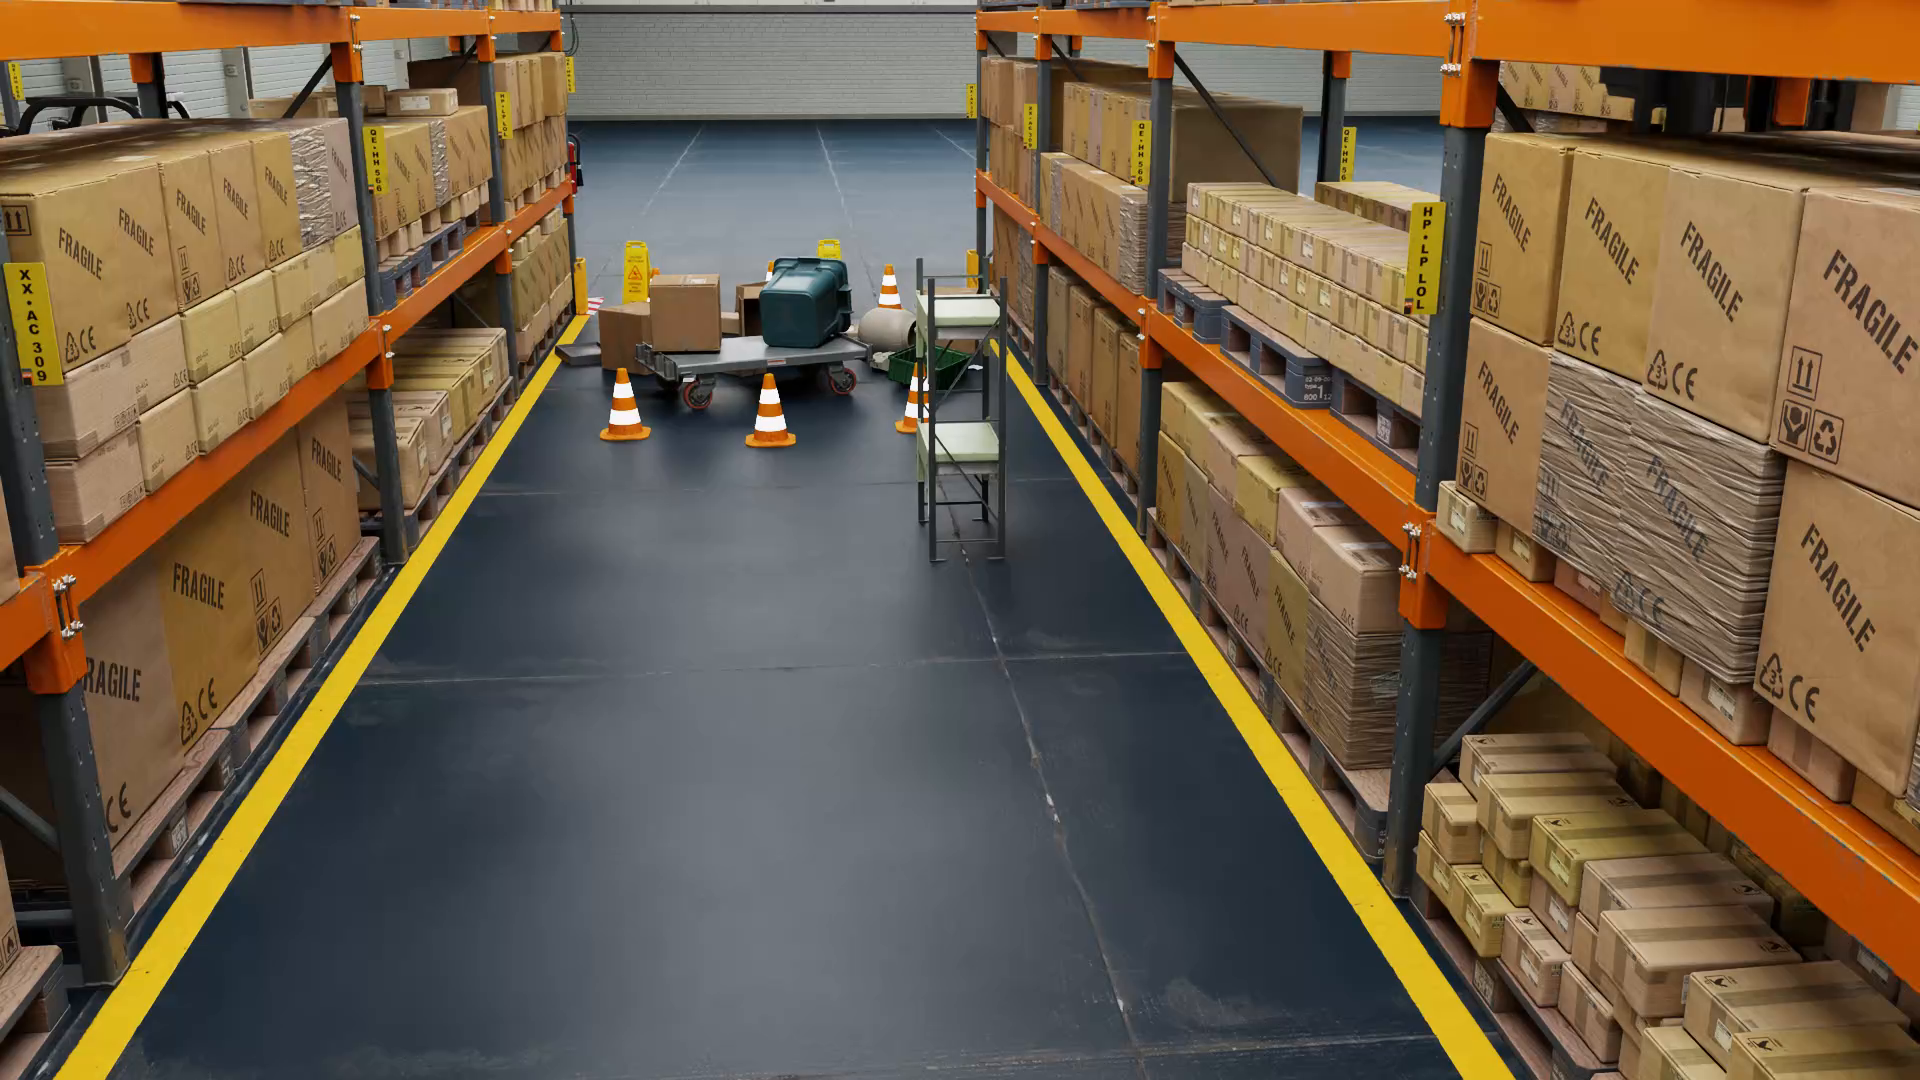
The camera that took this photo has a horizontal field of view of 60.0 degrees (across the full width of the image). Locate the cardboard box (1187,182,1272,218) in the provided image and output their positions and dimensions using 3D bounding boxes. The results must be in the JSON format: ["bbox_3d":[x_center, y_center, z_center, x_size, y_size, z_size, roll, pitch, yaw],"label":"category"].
[{"bbox_3d":[1.348,-1.696,8.298,0.380,0.149,0.250,-2,18,-6],"label":"cardboard box"}]

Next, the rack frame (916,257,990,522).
[{"bbox_3d":[-0.038,-0.827,9.306,0.400,1.500,0.023,-2,18,-6],"label":"rack frame"}]

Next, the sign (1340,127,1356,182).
[{"bbox_3d":[2.031,-2.011,8.775,0.100,0.325,0.005,-2,18,-6],"label":"sign"}]

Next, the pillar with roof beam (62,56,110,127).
[{"bbox_3d":[-6.344,-8.071,19.860,9.100,9.000,0.400,-2,18,-6],"label":"pillar with roof beam"}]

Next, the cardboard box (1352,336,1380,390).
[{"bbox_3d":[1.616,-0.630,5.893,0.380,0.149,0.250,-2,18,-6],"label":"cardboard box"}]

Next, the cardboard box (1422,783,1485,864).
[{"bbox_3d":[1.624,0.851,5.022,0.380,0.149,0.250,-1,17,-3],"label":"cardboard box"}]

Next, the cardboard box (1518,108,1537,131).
[{"bbox_3d":[5.812,-3.863,15.811,0.875,0.500,0.500,-2,18,-6],"label":"cardboard box"}]

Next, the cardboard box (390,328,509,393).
[{"bbox_3d":[-3.777,-1.276,11.920,0.950,0.372,0.625,-2,17,-5],"label":"cardboard box"}]

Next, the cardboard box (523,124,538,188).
[{"bbox_3d":[-3.715,-3.114,13.424,0.500,0.500,0.500,-2,18,-6],"label":"cardboard box"}]

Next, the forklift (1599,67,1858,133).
[{"bbox_3d":[4.272,-1.671,9.605,1.130,2.935,3.031,1,17,2],"label":"forklift"}]

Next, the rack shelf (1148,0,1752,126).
[{"bbox_3d":[1.699,-1.969,6.634,1.077,0.370,4.000,-2,18,-6],"label":"rack shelf"}]

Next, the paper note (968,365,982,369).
[{"bbox_3d":[0.110,-1.425,13.663,0.142,0.020,0.147,16,24,42],"label":"paper note"}]

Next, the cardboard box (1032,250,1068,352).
[{"bbox_3d":[1.085,-2.045,13.529,0.875,0.875,0.875,-2,17,-5],"label":"cardboard box"}]

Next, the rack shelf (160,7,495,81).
[{"bbox_3d":[-3.627,-2.978,9.847,1.077,0.370,4.000,-2,18,-6],"label":"rack shelf"}]

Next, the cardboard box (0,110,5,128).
[{"bbox_3d":[-8.868,-3.786,14.977,0.380,0.149,0.250,-2,17,-5],"label":"cardboard box"}]

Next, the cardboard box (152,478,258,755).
[{"bbox_3d":[-3.253,0.260,6.187,0.875,0.875,0.875,-1,17,-4],"label":"cardboard box"}]

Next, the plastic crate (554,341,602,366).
[{"bbox_3d":[-3.180,-1.586,14.095,0.402,0.080,0.583,-8,19,-25],"label":"plastic crate"}]

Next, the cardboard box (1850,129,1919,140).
[{"bbox_3d":[6.294,-2.528,11.348,0.797,0.503,0.637,0,17,0],"label":"cardboard box"}]

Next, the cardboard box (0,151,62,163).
[{"bbox_3d":[-3.398,-1.058,5.703,0.500,0.500,0.500,-1,17,-4],"label":"cardboard box"}]

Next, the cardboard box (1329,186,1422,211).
[{"bbox_3d":[2.023,-1.635,8.101,0.380,0.149,0.250,-2,18,-6],"label":"cardboard box"}]

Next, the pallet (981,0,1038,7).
[{"bbox_3d":[0.754,-5.029,15.327,1.003,0.211,1.213,-2,18,-6],"label":"pallet"}]

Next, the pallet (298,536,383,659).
[{"bbox_3d":[-3.414,0.274,7.953,1.003,0.211,1.213,-2,18,-6],"label":"pallet"}]

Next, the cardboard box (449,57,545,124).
[{"bbox_3d":[-3.719,-3.593,13.283,0.700,0.500,0.500,-2,18,-7],"label":"cardboard box"}]

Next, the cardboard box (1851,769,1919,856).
[{"bbox_3d":[1.914,0.473,3.082,0.380,0.149,0.250,-1,17,-5],"label":"cardboard box"}]

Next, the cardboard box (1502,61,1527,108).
[{"bbox_3d":[5.441,-4.329,15.625,0.500,0.500,0.500,-2,18,-6],"label":"cardboard box"}]

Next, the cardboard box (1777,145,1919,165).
[{"bbox_3d":[2.281,-0.666,3.959,0.500,0.500,0.500,-2,18,-7],"label":"cardboard box"}]

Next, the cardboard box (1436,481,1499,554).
[{"bbox_3d":[1.609,-0.071,4.814,0.380,0.149,0.250,-1,17,-4],"label":"cardboard box"}]

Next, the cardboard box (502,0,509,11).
[{"bbox_3d":[-3.731,-4.203,12.970,0.380,0.149,0.250,-2,18,-7],"label":"cardboard box"}]

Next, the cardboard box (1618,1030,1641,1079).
[{"bbox_3d":[1.866,1.298,4.094,0.380,0.149,0.250,-3,18,-8],"label":"cardboard box"}]

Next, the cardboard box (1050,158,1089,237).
[{"bbox_3d":[0.919,-2.401,11.650,0.500,0.500,0.500,-2,18,-5],"label":"cardboard box"}]

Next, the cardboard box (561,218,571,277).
[{"bbox_3d":[-3.904,-2.693,15.385,0.500,0.500,0.500,-2,18,-5],"label":"cardboard box"}]

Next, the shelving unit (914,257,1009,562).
[{"bbox_3d":[-0.001,-0.718,8.959,0.431,1.500,0.755,-2,18,-6],"label":"shelving unit"}]

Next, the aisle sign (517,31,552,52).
[{"bbox_3d":[-3.964,-4.945,15.581,0.394,0.787,0.004,-2,18,-6],"label":"aisle sign"}]

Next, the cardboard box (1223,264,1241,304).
[{"bbox_3d":[1.423,-1.177,7.638,0.380,0.149,0.250,-1,17,-3],"label":"cardboard box"}]

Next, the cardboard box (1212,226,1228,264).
[{"bbox_3d":[1.403,-1.389,7.815,0.380,0.149,0.250,-2,18,-7],"label":"cardboard box"}]

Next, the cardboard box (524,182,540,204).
[{"bbox_3d":[-3.669,-2.851,13.670,0.380,0.149,0.250,-2,18,-5],"label":"cardboard box"}]

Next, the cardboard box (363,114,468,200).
[{"bbox_3d":[-3.458,-2.444,10.588,0.500,0.500,0.500,-1,17,-4],"label":"cardboard box"}]

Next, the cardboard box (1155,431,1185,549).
[{"bbox_3d":[1.312,-0.266,8.489,0.500,0.500,0.500,-3,18,-8],"label":"cardboard box"}]

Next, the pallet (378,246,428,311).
[{"bbox_3d":[-3.600,-1.411,8.985,1.213,0.211,1.003,-2,18,-6],"label":"pallet"}]

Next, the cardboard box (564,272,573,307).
[{"bbox_3d":[-3.892,-2.326,15.468,0.500,0.250,0.500,-2,18,-6],"label":"cardboard box"}]

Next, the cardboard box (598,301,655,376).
[{"bbox_3d":[-2.590,-1.656,13.612,0.500,0.500,0.500,11,21,32],"label":"cardboard box"}]

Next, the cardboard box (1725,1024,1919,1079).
[{"bbox_3d":[1.870,1.166,3.520,0.380,0.149,0.250,-2,18,-5],"label":"cardboard box"}]

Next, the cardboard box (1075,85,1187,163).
[{"bbox_3d":[1.192,-2.893,11.547,0.700,0.500,0.500,-2,18,-7],"label":"cardboard box"}]

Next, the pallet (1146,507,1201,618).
[{"bbox_3d":[1.572,0.086,8.550,1.003,0.211,1.213,-2,18,-6],"label":"pallet"}]

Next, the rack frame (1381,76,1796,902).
[{"bbox_3d":[1.905,-0.285,5.078,1.000,3.000,0.127,-2,18,-6],"label":"rack frame"}]

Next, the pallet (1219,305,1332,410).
[{"bbox_3d":[1.737,-0.797,7.028,1.003,0.211,1.213,-2,18,-6],"label":"pallet"}]

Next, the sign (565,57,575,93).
[{"bbox_3d":[-3.692,-4.392,15.698,0.100,0.325,0.005,-2,18,-6],"label":"sign"}]

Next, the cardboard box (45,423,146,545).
[{"bbox_3d":[-2.791,-0.170,4.961,0.500,0.250,0.500,-2,18,-7],"label":"cardboard box"}]

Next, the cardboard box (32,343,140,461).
[{"bbox_3d":[-2.773,-0.409,4.888,0.500,0.250,0.500,-2,18,-7],"label":"cardboard box"}]

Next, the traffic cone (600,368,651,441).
[{"bbox_3d":[-2.313,-0.949,11.428,0.336,0.463,0.334,-2,18,-6],"label":"traffic cone"}]

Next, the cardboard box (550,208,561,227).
[{"bbox_3d":[-3.799,-2.895,14.946,0.380,0.149,0.250,-1,17,-4],"label":"cardboard box"}]

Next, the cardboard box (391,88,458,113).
[{"bbox_3d":[-3.477,-2.850,10.799,0.380,0.149,0.250,-2,18,-7],"label":"cardboard box"}]

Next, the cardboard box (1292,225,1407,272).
[{"bbox_3d":[1.536,-1.152,6.562,0.380,0.149,0.250,-3,18,-8],"label":"cardboard box"}]

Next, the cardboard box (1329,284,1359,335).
[{"bbox_3d":[1.584,-0.854,6.111,0.380,0.149,0.250,-2,18,-7],"label":"cardboard box"}]

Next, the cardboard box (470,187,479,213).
[{"bbox_3d":[-3.434,-2.267,11.107,0.380,0.149,0.250,-2,18,-7],"label":"cardboard box"}]

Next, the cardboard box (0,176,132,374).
[{"bbox_3d":[-2.768,-0.767,4.776,0.500,0.500,0.500,-2,17,-5],"label":"cardboard box"}]

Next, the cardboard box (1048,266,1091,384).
[{"bbox_3d":[1.233,-1.614,12.364,1.050,0.750,0.750,-2,18,-6],"label":"cardboard box"}]

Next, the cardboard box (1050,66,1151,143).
[{"bbox_3d":[1.076,-3.366,12.839,0.875,0.550,0.550,-2,18,-6],"label":"cardboard box"}]

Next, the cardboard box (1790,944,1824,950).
[{"bbox_3d":[2.267,1.054,4.374,0.380,0.149,0.250,-2,18,-5],"label":"cardboard box"}]
